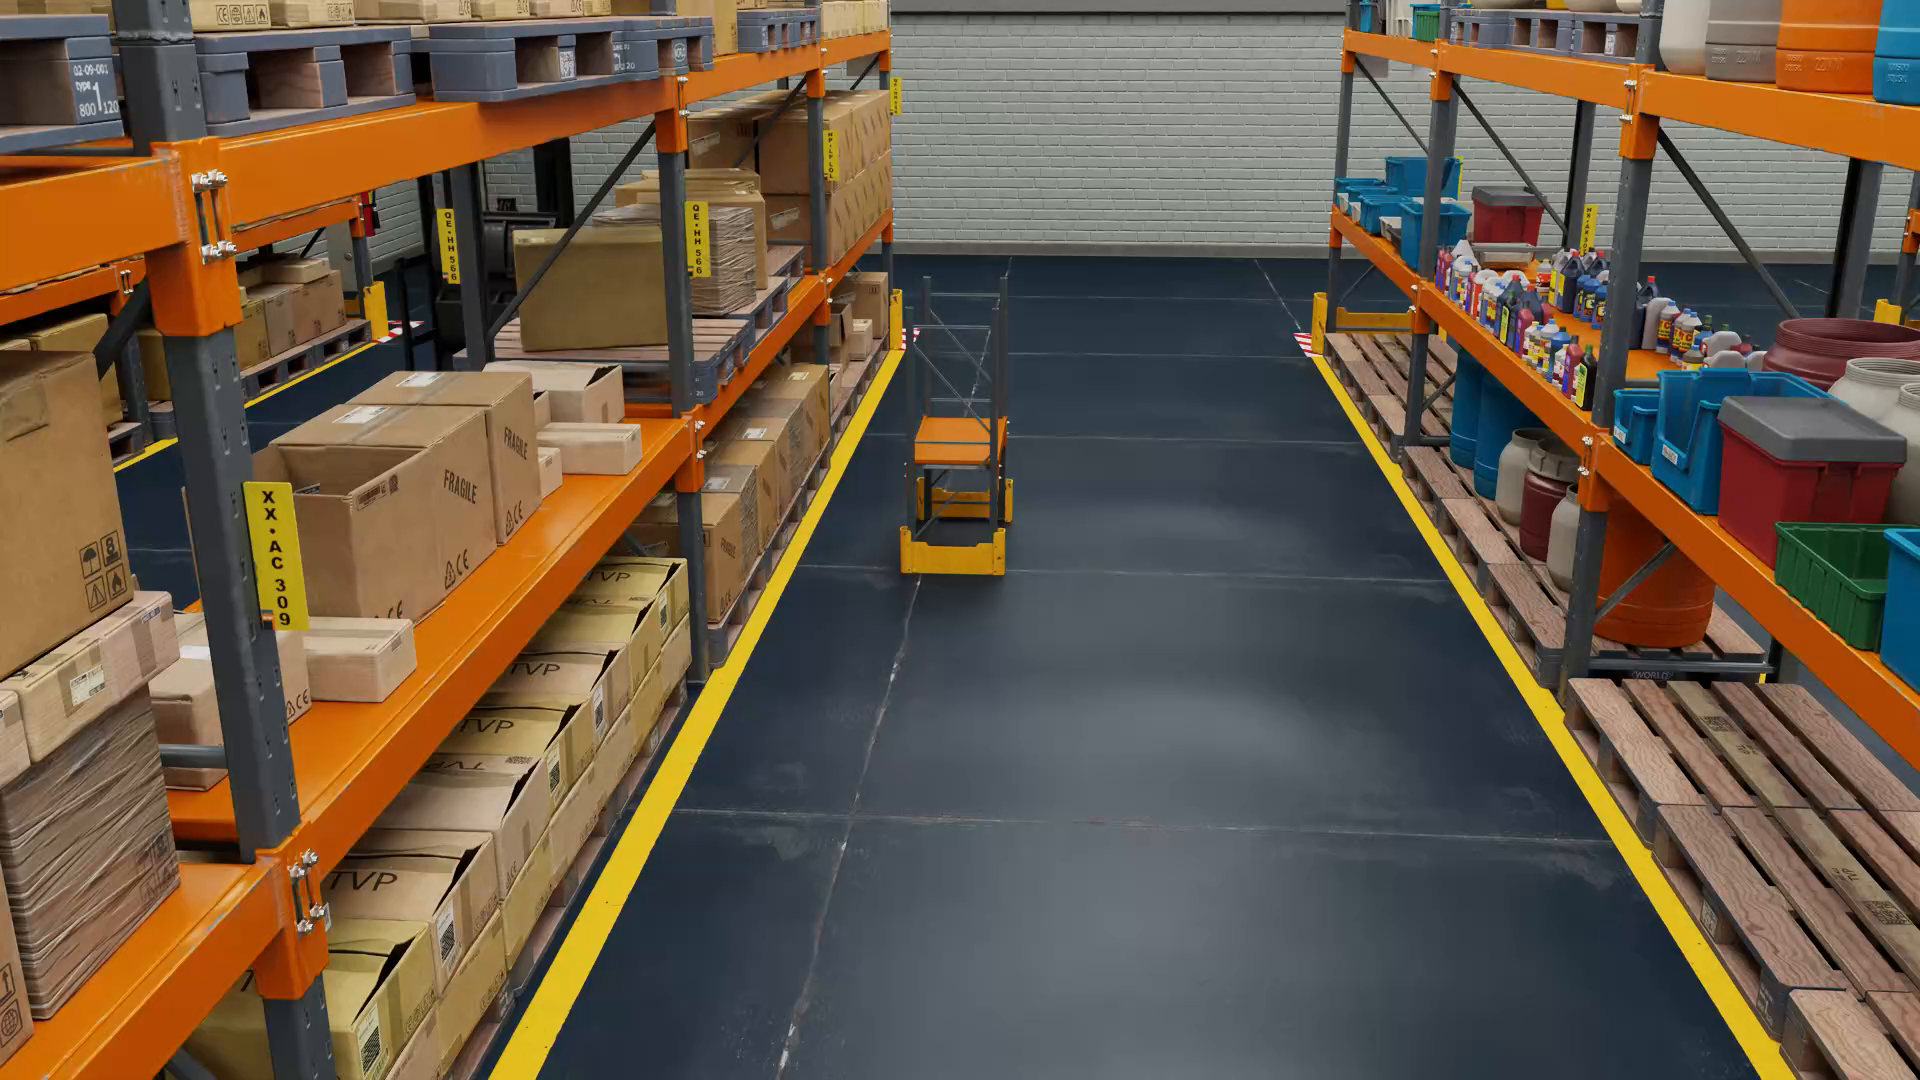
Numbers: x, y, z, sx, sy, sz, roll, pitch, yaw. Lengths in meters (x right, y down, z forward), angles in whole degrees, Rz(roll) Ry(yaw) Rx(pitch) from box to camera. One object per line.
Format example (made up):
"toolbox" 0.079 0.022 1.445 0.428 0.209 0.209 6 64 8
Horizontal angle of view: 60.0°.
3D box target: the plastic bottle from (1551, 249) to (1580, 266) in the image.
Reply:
"plastic bottle" 3.826 -1.711 10.526 0.152 0.276 0.135 1 18 4

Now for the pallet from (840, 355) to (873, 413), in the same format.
"pallet" -1.273 -1.279 13.488 1.003 0.211 1.213 1 18 4

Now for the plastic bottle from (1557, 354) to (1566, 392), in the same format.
"plastic bottle" 2.892 -0.805 7.881 0.097 0.201 0.097 0 18 0

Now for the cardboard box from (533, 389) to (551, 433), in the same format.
"cardboard box" -1.952 -0.453 6.631 0.500 0.311 0.500 1 18 3

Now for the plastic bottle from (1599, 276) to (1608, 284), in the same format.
"plastic bottle" 3.754 -1.399 9.574 0.152 0.276 0.135 1 18 4

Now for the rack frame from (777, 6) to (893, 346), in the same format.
"rack frame" -1.121 -3.253 15.034 1.000 3.000 0.127 1 18 4

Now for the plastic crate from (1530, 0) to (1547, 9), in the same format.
"plastic crate" 3.895 -3.642 11.614 0.497 0.269 0.590 1 18 4

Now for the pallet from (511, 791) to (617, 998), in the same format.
"pallet" -1.883 1.189 5.955 1.003 0.211 1.213 1 18 4

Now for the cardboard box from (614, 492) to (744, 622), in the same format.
"cardboard box" -1.377 0.075 8.184 0.500 0.500 0.500 2 18 6

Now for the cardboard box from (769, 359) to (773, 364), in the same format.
"cardboard box" -1.650 -1.215 12.123 0.500 0.500 0.500 1 18 4

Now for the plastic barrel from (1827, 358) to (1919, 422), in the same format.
"plastic barrel" 3.385 -0.386 6.104 0.421 0.512 0.421 0 18 0

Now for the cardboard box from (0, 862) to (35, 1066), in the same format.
"cardboard box" -2.038 0.728 2.723 0.700 0.500 0.500 1 18 3

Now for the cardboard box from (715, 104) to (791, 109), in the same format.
"cardboard box" -1.560 -3.012 12.532 0.500 0.500 0.500 1 18 4

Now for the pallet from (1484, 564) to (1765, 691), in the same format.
"pallet" 3.260 0.422 8.295 1.003 0.211 1.213 1 18 4

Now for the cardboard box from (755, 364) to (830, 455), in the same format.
"cardboard box" -1.158 -0.873 11.076 0.500 0.500 0.500 1 18 4

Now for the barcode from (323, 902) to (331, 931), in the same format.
"barcode" -1.548 0.926 4.045 0.001 0.075 0.075 1 18 4

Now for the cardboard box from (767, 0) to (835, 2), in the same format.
"cardboard box" -1.125 -3.748 11.165 0.500 0.250 0.500 1 18 4

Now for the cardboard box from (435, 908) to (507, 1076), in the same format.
"cardboard box" -1.668 1.302 4.873 0.500 0.250 0.500 2 18 5

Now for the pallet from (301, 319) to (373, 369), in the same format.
"pallet" -6.042 -1.787 15.039 1.003 0.211 1.213 1 18 4

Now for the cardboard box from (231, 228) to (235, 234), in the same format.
"cardboard box" -6.236 -2.658 12.735 0.980 0.700 0.700 1 18 3

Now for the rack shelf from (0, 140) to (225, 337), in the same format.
"rack shelf" -2.125 0.011 1.410 1.077 0.370 4.000 1 18 4

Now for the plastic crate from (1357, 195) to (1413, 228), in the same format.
"plastic crate" 3.379 -2.612 13.251 0.416 0.233 0.300 1 18 4

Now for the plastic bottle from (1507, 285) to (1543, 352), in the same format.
"plastic bottle" 2.984 -1.172 8.762 0.144 0.351 0.185 1 18 4

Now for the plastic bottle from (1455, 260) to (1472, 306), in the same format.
"plastic bottle" 3.057 -1.554 10.054 0.097 0.271 0.097 0 18 0

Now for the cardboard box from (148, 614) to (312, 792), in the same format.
"cardboard box" -1.990 0.391 4.153 0.500 0.250 0.500 2 18 7

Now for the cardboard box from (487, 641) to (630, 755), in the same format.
"cardboard box" -1.556 0.558 6.243 0.500 0.311 0.500 1 18 4

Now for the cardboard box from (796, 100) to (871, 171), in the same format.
"cardboard box" -0.984 -3.154 12.965 0.500 0.500 0.500 2 18 6

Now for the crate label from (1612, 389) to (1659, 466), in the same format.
"crate label" 2.841 -0.455 6.763 0.303 0.233 0.416 1 18 4

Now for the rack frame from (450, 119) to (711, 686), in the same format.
"rack frame" -1.695 -0.769 7.452 1.000 3.000 0.127 1 18 4

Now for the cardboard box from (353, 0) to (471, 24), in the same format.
"cardboard box" -1.783 -1.673 4.959 0.500 0.250 0.500 0 18 -1

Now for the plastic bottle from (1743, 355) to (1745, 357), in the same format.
"plastic bottle" 3.642 -0.755 7.730 0.097 0.201 0.097 0 18 0

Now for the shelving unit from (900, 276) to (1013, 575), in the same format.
"shelving unit" -0.005 -0.689 9.617 0.587 1.500 1.083 1 18 4

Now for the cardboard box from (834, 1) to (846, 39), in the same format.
"cardboard box" -1.086 -3.666 11.717 0.500 0.250 0.500 1 18 4

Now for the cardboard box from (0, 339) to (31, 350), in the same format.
"cardboard box" -6.327 -0.818 10.379 0.750 0.750 0.750 2 18 6

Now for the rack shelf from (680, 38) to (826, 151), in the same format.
"rack shelf" -1.551 -2.473 8.992 1.077 0.370 4.000 1 18 4

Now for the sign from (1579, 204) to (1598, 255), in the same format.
"sign" 4.081 -2.018 10.820 0.100 0.325 0.005 1 18 4

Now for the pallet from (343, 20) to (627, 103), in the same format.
"pallet" -1.731 -1.544 5.304 1.003 0.211 1.213 2 18 6

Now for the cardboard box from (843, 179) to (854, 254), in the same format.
"cardboard box" -1.066 -2.370 12.177 0.500 0.500 0.500 2 18 5

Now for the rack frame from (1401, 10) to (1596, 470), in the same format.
"rack frame" 3.532 -1.899 10.902 1.000 3.000 0.127 1 18 4

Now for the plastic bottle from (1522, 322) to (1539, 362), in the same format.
"plastic bottle" 2.941 -1.016 8.527 0.097 0.201 0.097 0 18 0

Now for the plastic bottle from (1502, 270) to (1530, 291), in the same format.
"plastic bottle" 3.204 -1.414 9.621 0.152 0.276 0.135 1 18 4

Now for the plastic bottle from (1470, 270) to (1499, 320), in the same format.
"plastic bottle" 3.053 -1.417 9.631 0.152 0.276 0.135 1 18 4

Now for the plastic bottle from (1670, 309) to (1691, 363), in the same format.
"plastic bottle" 3.701 -1.045 8.503 0.097 0.271 0.097 0 18 0

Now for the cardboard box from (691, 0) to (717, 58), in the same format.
"cardboard box" -1.661 -2.536 7.868 0.910 0.500 0.500 1 18 4

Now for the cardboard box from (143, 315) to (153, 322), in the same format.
"cardboard box" -6.154 -1.518 13.079 0.700 0.500 0.500 1 18 3

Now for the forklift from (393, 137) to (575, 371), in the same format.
"forklift" -3.363 -2.116 11.673 1.130 2.935 3.031 3 18 9

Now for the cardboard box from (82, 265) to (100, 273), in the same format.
"cardboard box" -6.091 -1.899 11.273 0.380 0.149 0.250 1 18 4

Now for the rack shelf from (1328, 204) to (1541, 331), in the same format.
"rack shelf" 3.676 -2.179 12.910 1.077 0.370 4.000 1 18 4

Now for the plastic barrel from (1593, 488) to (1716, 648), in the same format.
"plastic barrel" 3.264 0.022 7.848 0.600 0.830 0.708 1 18 4

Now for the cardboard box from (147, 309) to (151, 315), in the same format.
"cardboard box" -6.348 -1.875 13.127 0.380 0.149 0.250 1 18 2

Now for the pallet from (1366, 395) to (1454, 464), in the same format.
"pallet" 3.546 -0.803 12.036 1.003 0.211 1.213 1 18 4

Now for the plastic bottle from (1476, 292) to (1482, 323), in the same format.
"plastic bottle" 3.017 -1.347 9.534 0.097 0.201 0.097 0 18 0

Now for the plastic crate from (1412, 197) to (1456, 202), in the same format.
"plastic crate" 3.941 -2.787 13.940 0.396 0.136 0.243 1 18 4

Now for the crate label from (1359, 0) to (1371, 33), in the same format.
"crate label" 3.431 -4.217 13.397 0.408 0.251 0.502 1 18 4

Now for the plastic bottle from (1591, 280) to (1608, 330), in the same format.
"plastic bottle" 3.612 -1.322 9.346 0.097 0.271 0.097 0 18 0

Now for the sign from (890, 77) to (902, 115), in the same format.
"sign" -0.569 -3.935 14.748 0.100 0.325 0.005 1 18 4
